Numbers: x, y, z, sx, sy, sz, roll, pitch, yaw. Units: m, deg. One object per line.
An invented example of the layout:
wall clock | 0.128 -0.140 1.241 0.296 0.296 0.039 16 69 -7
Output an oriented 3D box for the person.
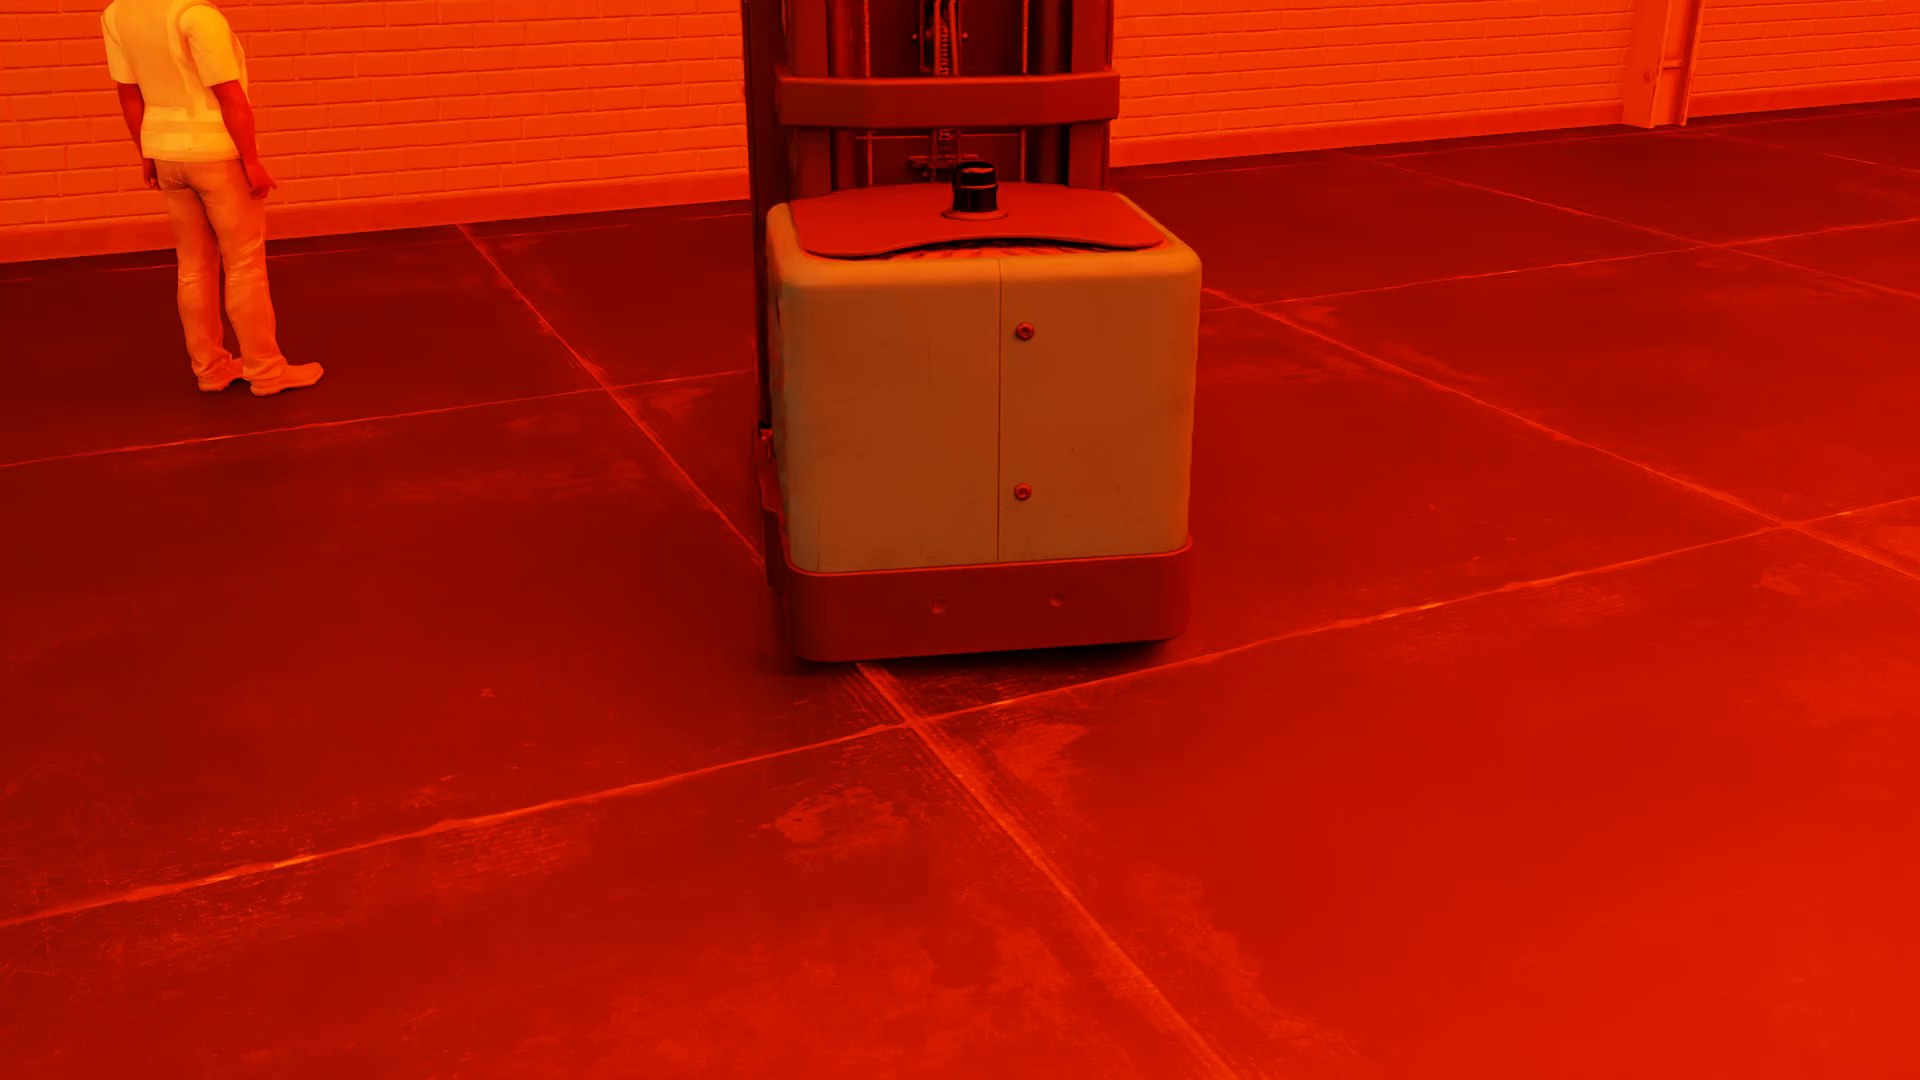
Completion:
person | -2.830 -1.428 6.242 0.557 1.770 0.390 8 24 18

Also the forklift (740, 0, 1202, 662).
forklift | -0.131 -1.578 5.084 1.130 2.935 3.031 -3 23 -8
